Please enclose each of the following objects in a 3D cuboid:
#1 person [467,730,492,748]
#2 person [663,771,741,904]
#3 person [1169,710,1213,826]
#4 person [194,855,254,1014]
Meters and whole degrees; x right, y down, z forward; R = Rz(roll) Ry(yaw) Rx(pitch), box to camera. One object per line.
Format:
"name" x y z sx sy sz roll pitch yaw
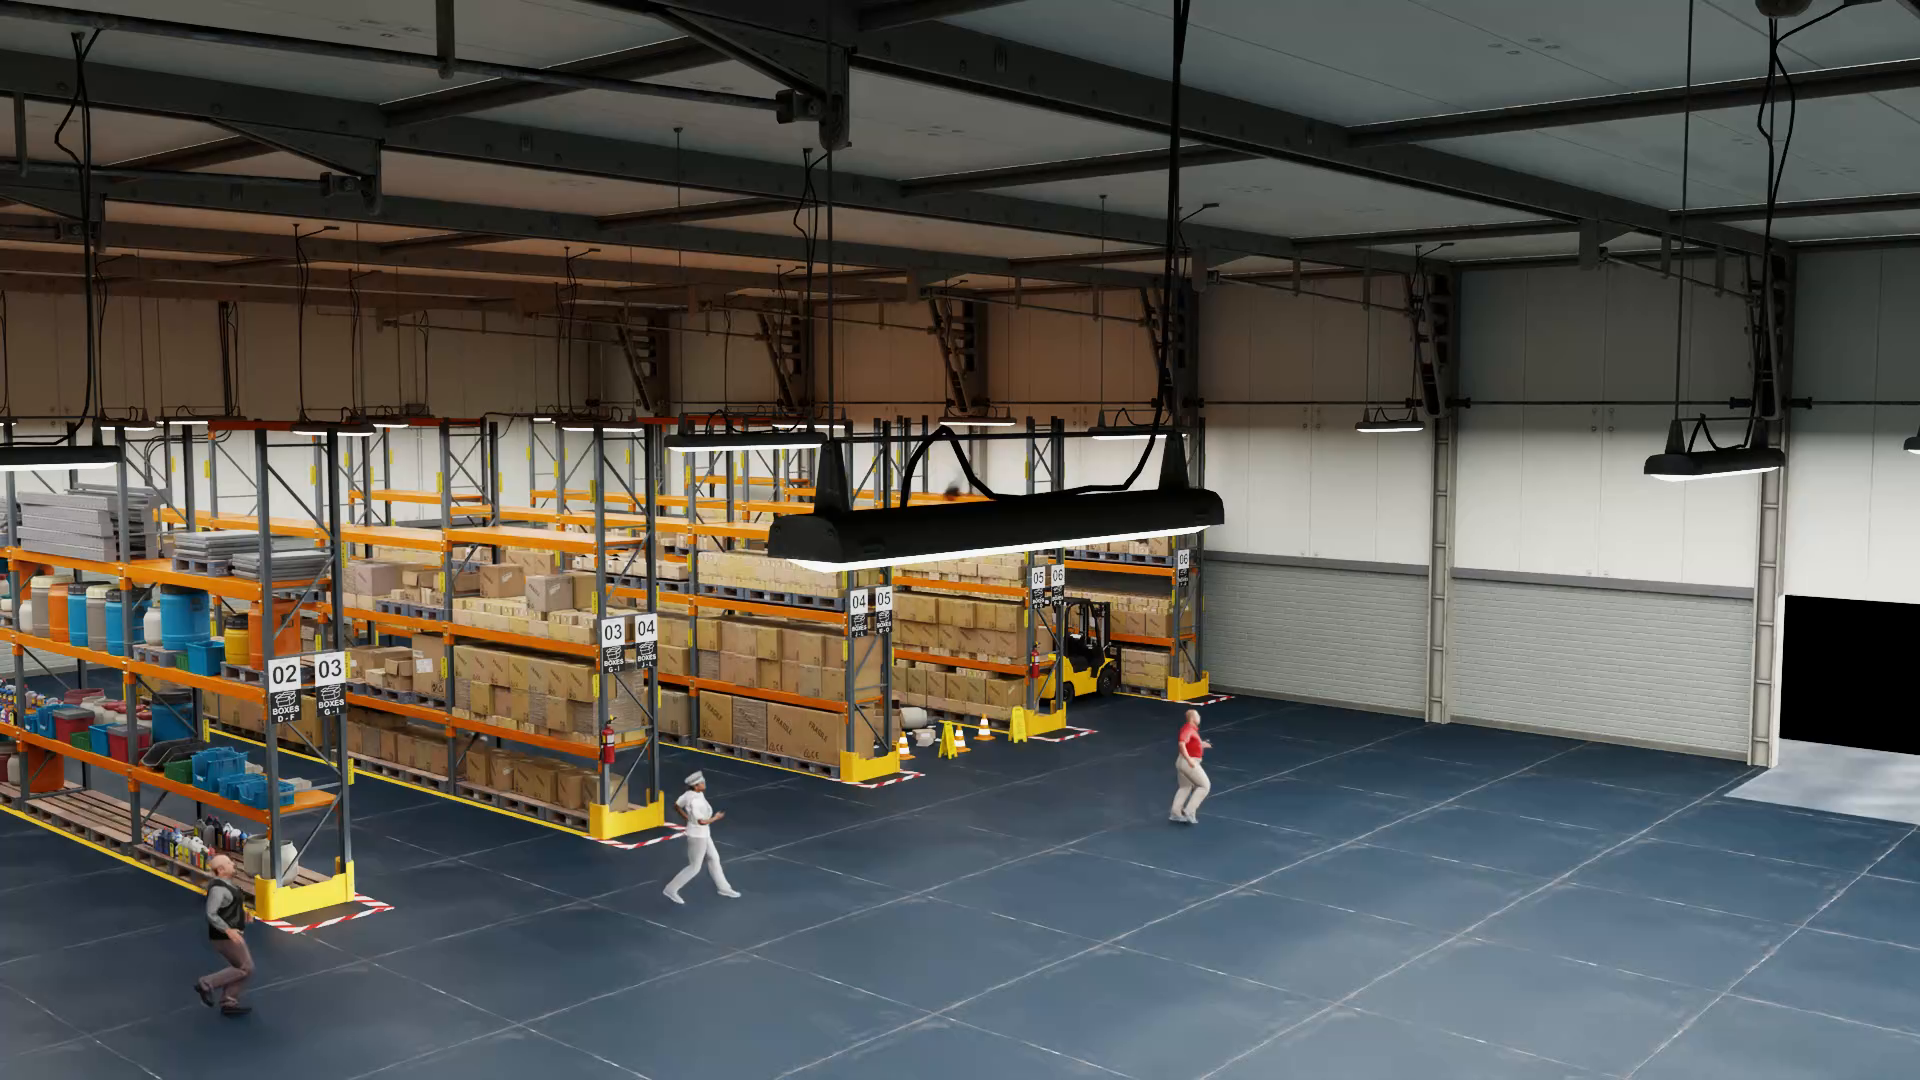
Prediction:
"person" -8.821 2.884 30.474 0.850 1.820 0.656 3 6 35
"person" -3.262 3.729 20.945 0.995 1.678 0.583 -1 5 -14
"person" 3.489 3.416 25.006 0.709 1.755 0.631 -1 5 -12
"person" -7.596 4.079 17.158 0.581 1.679 0.665 -2 5 -21
